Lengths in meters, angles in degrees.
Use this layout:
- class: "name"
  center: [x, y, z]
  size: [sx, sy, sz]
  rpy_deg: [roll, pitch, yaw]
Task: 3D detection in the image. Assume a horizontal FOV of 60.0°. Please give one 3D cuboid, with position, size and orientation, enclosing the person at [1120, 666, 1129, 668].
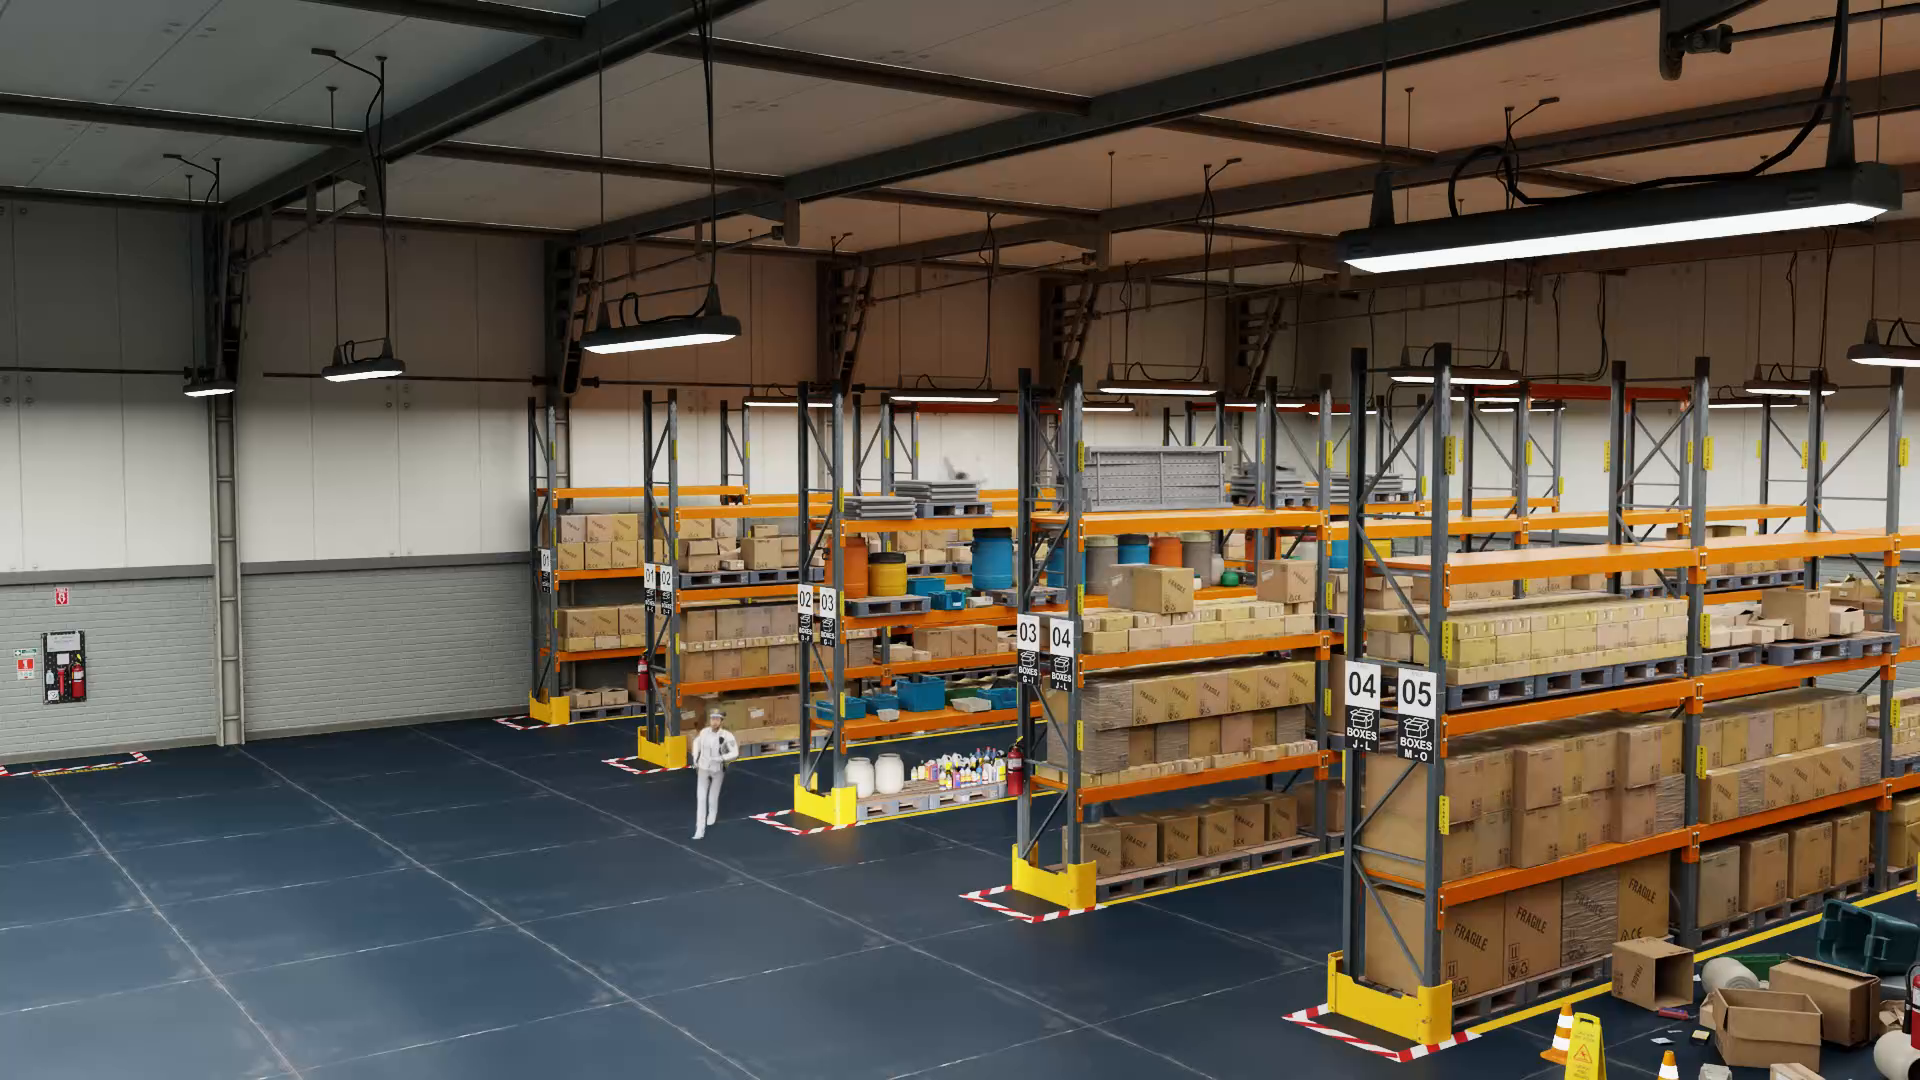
- class: "person"
  center: [3.027, 2.531, 29.117]
  size: [0.698, 1.770, 0.892]
  rpy_deg: [3, 5, 42]

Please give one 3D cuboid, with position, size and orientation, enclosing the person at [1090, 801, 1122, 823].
- class: "person"
  center: [1.801, 2.996, 21.252]
  size: [0.977, 1.760, 0.697]
  rpy_deg: [-3, 5, -42]

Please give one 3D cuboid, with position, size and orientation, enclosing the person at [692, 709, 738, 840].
- class: "person"
  center: [-3.232, 3.052, 21.947]
  size: [0.652, 1.702, 0.845]
  rpy_deg: [0, 3, 6]
